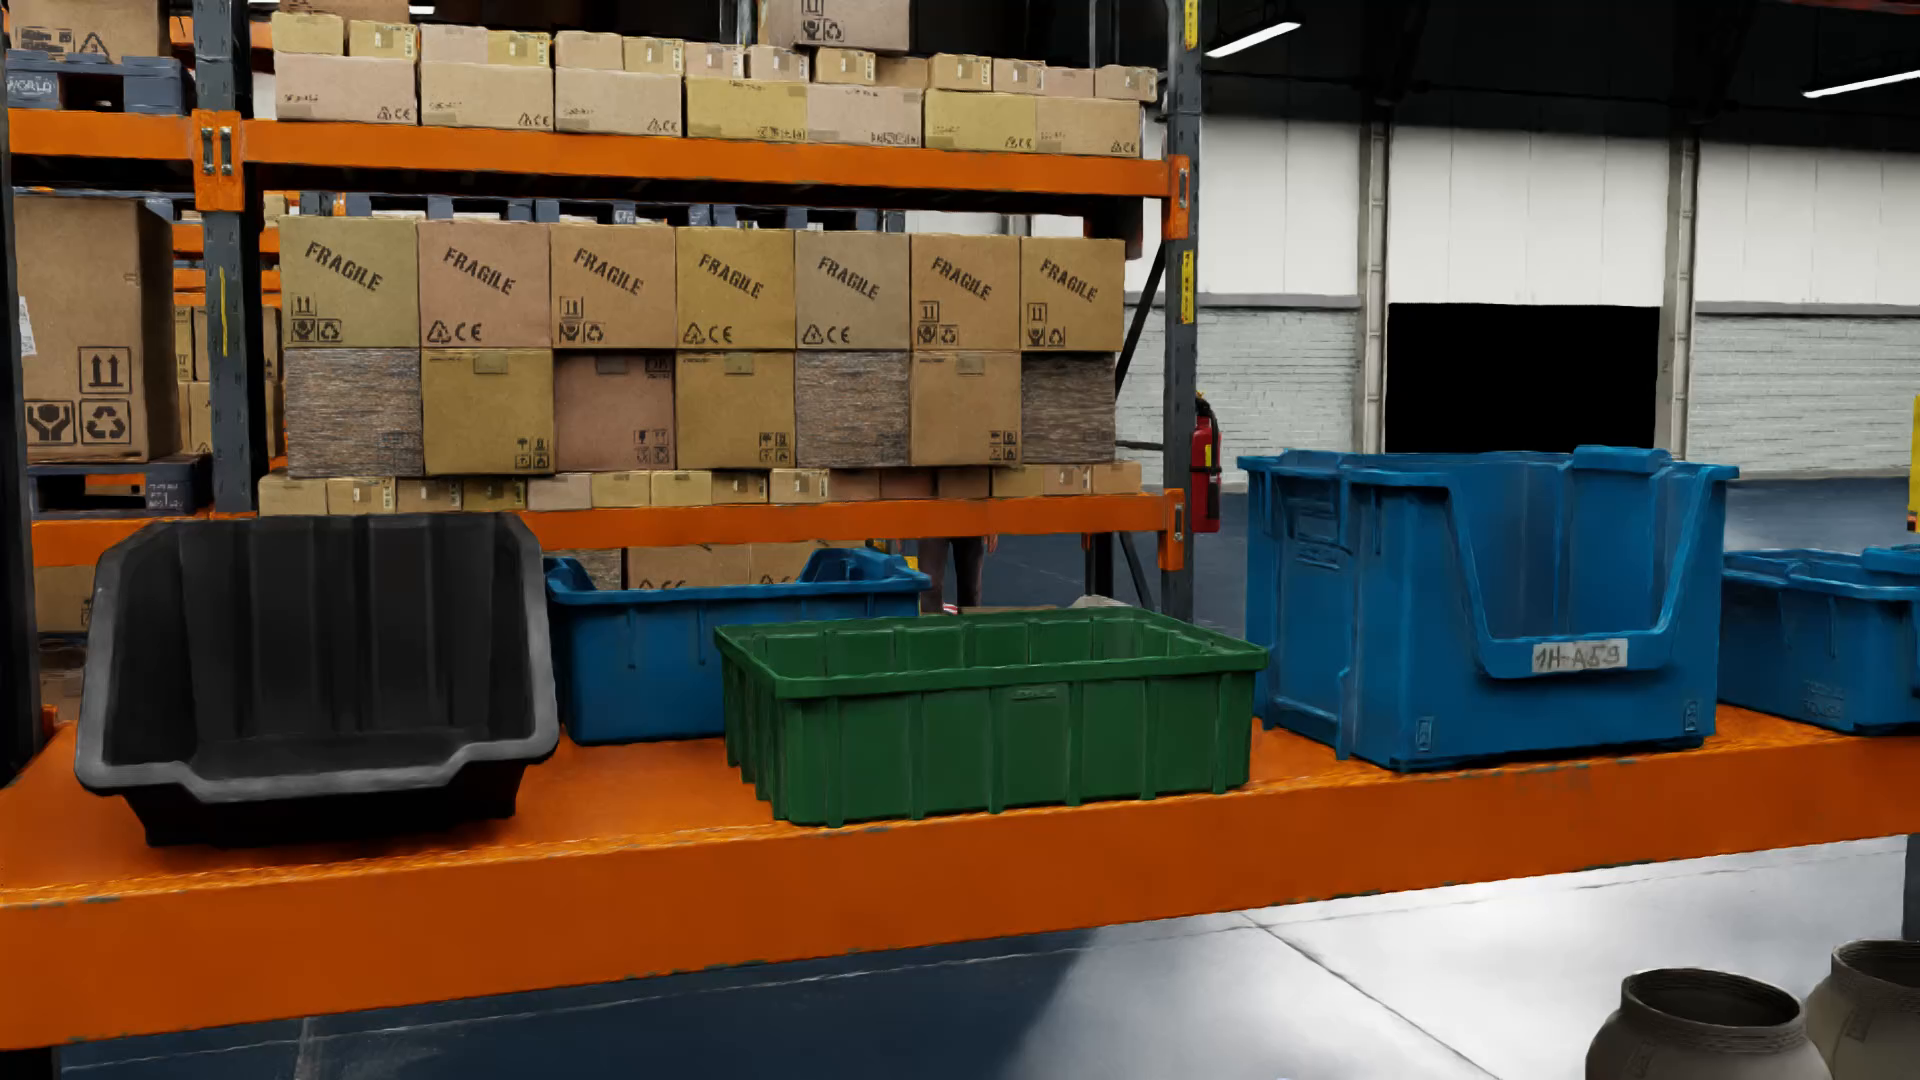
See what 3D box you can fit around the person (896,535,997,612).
[{"bbox_3d":[-0.075,-0.061,10.318,0.645,1.720,0.584,0,6,-1],"label":"person"}]
